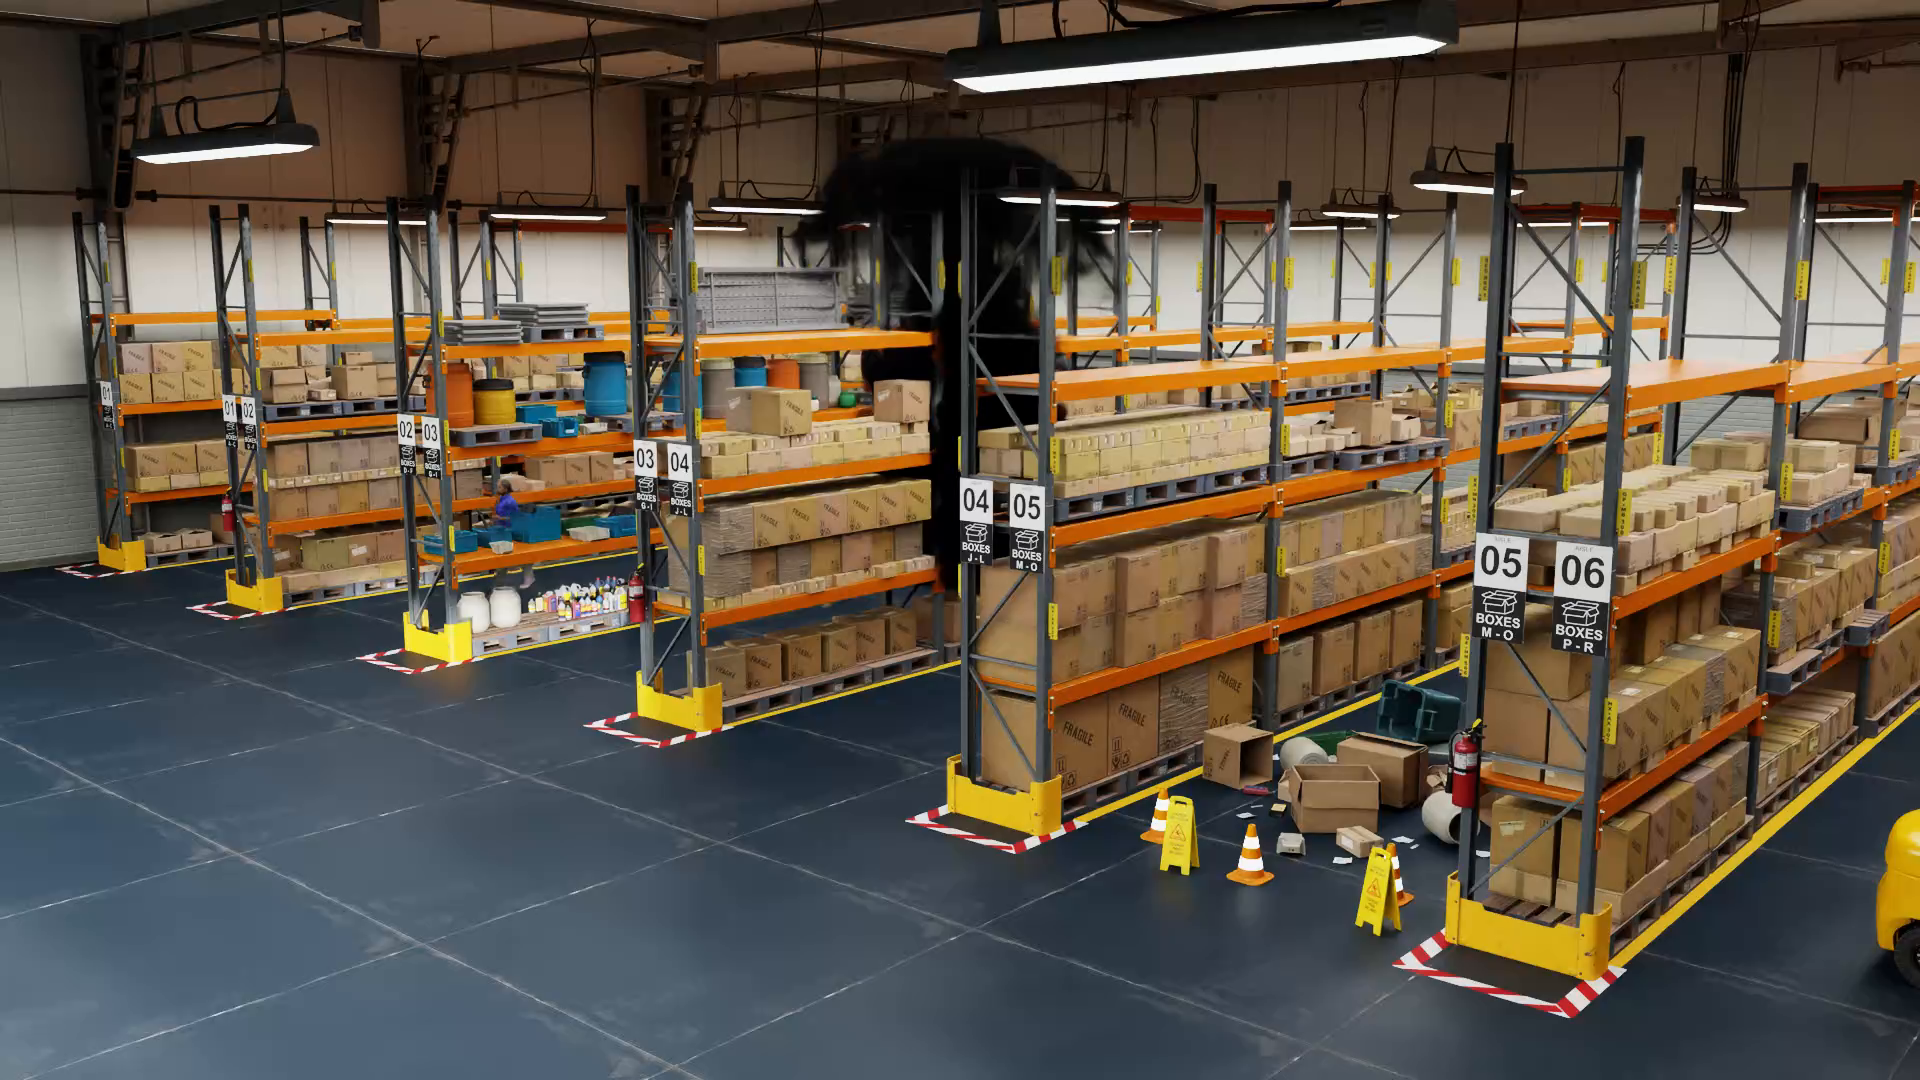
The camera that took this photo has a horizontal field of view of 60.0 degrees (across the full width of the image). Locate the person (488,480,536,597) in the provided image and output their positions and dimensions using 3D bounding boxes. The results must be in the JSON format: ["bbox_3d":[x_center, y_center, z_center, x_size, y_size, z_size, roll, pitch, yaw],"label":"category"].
[{"bbox_3d":[-6.702,-0.041,24.816,0.752,1.732,0.530,-9,13,-44],"label":"person"}]

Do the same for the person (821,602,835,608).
[{"bbox_3d":[-1.864,0.089,23.718,0.658,1.749,0.600,5,11,27],"label":"person"}]
